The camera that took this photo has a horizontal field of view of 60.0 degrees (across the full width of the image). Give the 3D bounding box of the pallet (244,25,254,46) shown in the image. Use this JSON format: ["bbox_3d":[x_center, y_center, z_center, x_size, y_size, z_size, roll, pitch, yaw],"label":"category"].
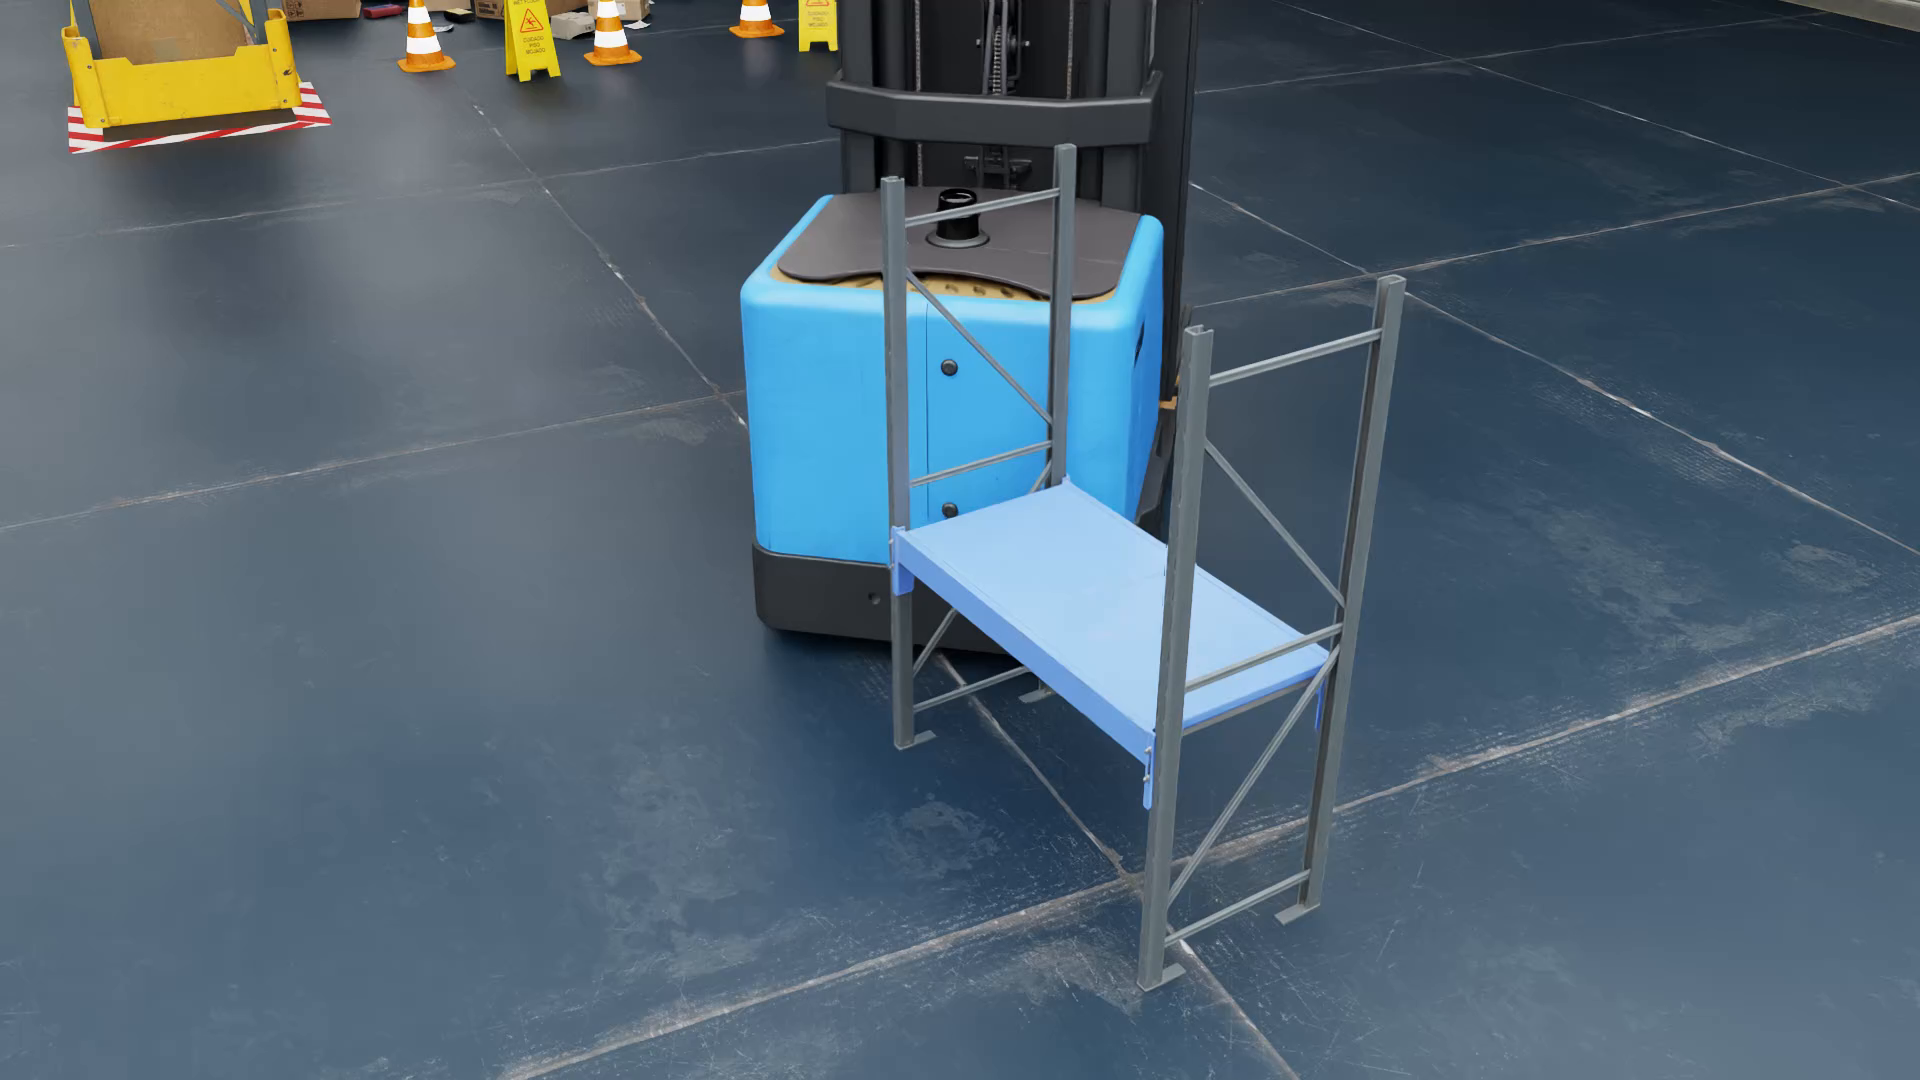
[{"bbox_3d":[-4.901,-2.952,10.299,1.003,0.211,1.213,-13,32,-22],"label":"pallet"}]

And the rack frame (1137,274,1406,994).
[{"bbox_3d":[0.596,0.238,3.293,0.500,1.500,0.032,-17,34,-28],"label":"rack frame"}]

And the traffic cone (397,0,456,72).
[{"bbox_3d":[-3.432,-3.258,10.587,0.336,0.463,0.334,-13,32,-22],"label":"traffic cone"}]

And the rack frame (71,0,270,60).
[{"bbox_3d":[-4.487,-3.832,9.017,1.000,3.000,0.127,-13,32,-22],"label":"rack frame"}]

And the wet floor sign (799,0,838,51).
[{"bbox_3d":[-0.944,-3.580,10.975,0.267,0.644,0.232,-3,29,-5],"label":"wet floor sign"}]

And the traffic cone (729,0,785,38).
[{"bbox_3d":[-1.409,-3.729,11.426,0.336,0.463,0.334,-13,32,-22],"label":"traffic cone"}]

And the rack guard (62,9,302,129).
[{"bbox_3d":[-4.476,-2.731,9.609,1.175,0.500,0.348,-13,32,-22],"label":"rack guard"}]

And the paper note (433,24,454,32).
[{"bbox_3d":[-3.609,-3.567,11.582,0.144,0.017,0.142,-3,29,-5],"label":"paper note"}]

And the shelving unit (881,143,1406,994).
[{"bbox_3d":[0.322,0.028,3.666,0.538,1.500,1.048,-17,34,-28],"label":"shelving unit"}]

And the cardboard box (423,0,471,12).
[{"bbox_3d":[-3.803,-4.034,12.172,0.396,0.266,0.258,-8,30,-13],"label":"cardboard box"}]

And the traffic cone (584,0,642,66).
[{"bbox_3d":[-2.266,-3.345,10.743,0.336,0.463,0.334,-13,32,-22],"label":"traffic cone"}]

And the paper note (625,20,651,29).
[{"bbox_3d":[-2.263,-3.621,11.675,0.142,0.019,0.148,26,38,38],"label":"paper note"}]

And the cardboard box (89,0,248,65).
[{"bbox_3d":[-4.837,-3.374,9.943,0.875,0.875,0.875,-13,32,-22],"label":"cardboard box"}]

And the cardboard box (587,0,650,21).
[{"bbox_3d":[-2.446,-3.827,11.923,0.380,0.149,0.250,2,29,4],"label":"cardboard box"}]

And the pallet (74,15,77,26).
[{"bbox_3d":[-5.420,-3.491,11.259,1.003,0.211,1.213,-13,32,-22],"label":"pallet"}]

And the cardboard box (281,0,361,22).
[{"bbox_3d":[-4.611,-4.039,11.940,0.500,0.500,0.500,-8,30,-13],"label":"cardboard box"}]

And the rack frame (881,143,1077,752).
[{"bbox_3d":[0.048,-0.181,4.040,0.500,1.500,0.032,-17,34,-28],"label":"rack frame"}]

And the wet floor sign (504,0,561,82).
[{"bbox_3d":[-2.686,-3.208,10.311,0.267,0.644,0.232,-19,35,-30],"label":"wet floor sign"}]

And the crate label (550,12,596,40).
[{"bbox_3d":[-2.659,-3.537,11.418,0.298,0.136,0.250,19,34,30],"label":"crate label"}]

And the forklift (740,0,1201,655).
[{"bbox_3d":[0.218,-1.649,5.194,1.130,2.935,3.031,6,30,10],"label":"forklift"}]

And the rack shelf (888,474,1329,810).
[{"bbox_3d":[0.322,0.185,3.754,0.538,0.185,1.000,-17,34,-28],"label":"rack shelf"}]

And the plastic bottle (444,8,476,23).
[{"bbox_3d":[-3.593,-3.751,11.877,0.283,0.061,0.133,26,38,38],"label":"plastic bottle"}]

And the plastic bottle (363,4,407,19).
[{"bbox_3d":[-4.146,-3.821,12.001,0.133,0.061,0.283,26,38,38],"label":"plastic bottle"}]

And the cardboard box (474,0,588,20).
[{"bbox_3d":[-3.100,-4.071,11.996,0.637,0.503,0.797,13,32,21],"label":"cardboard box"}]

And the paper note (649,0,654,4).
[{"bbox_3d":[-2.307,-4.010,12.391,0.032,0.001,0.123,-13,32,-22],"label":"paper note"}]
